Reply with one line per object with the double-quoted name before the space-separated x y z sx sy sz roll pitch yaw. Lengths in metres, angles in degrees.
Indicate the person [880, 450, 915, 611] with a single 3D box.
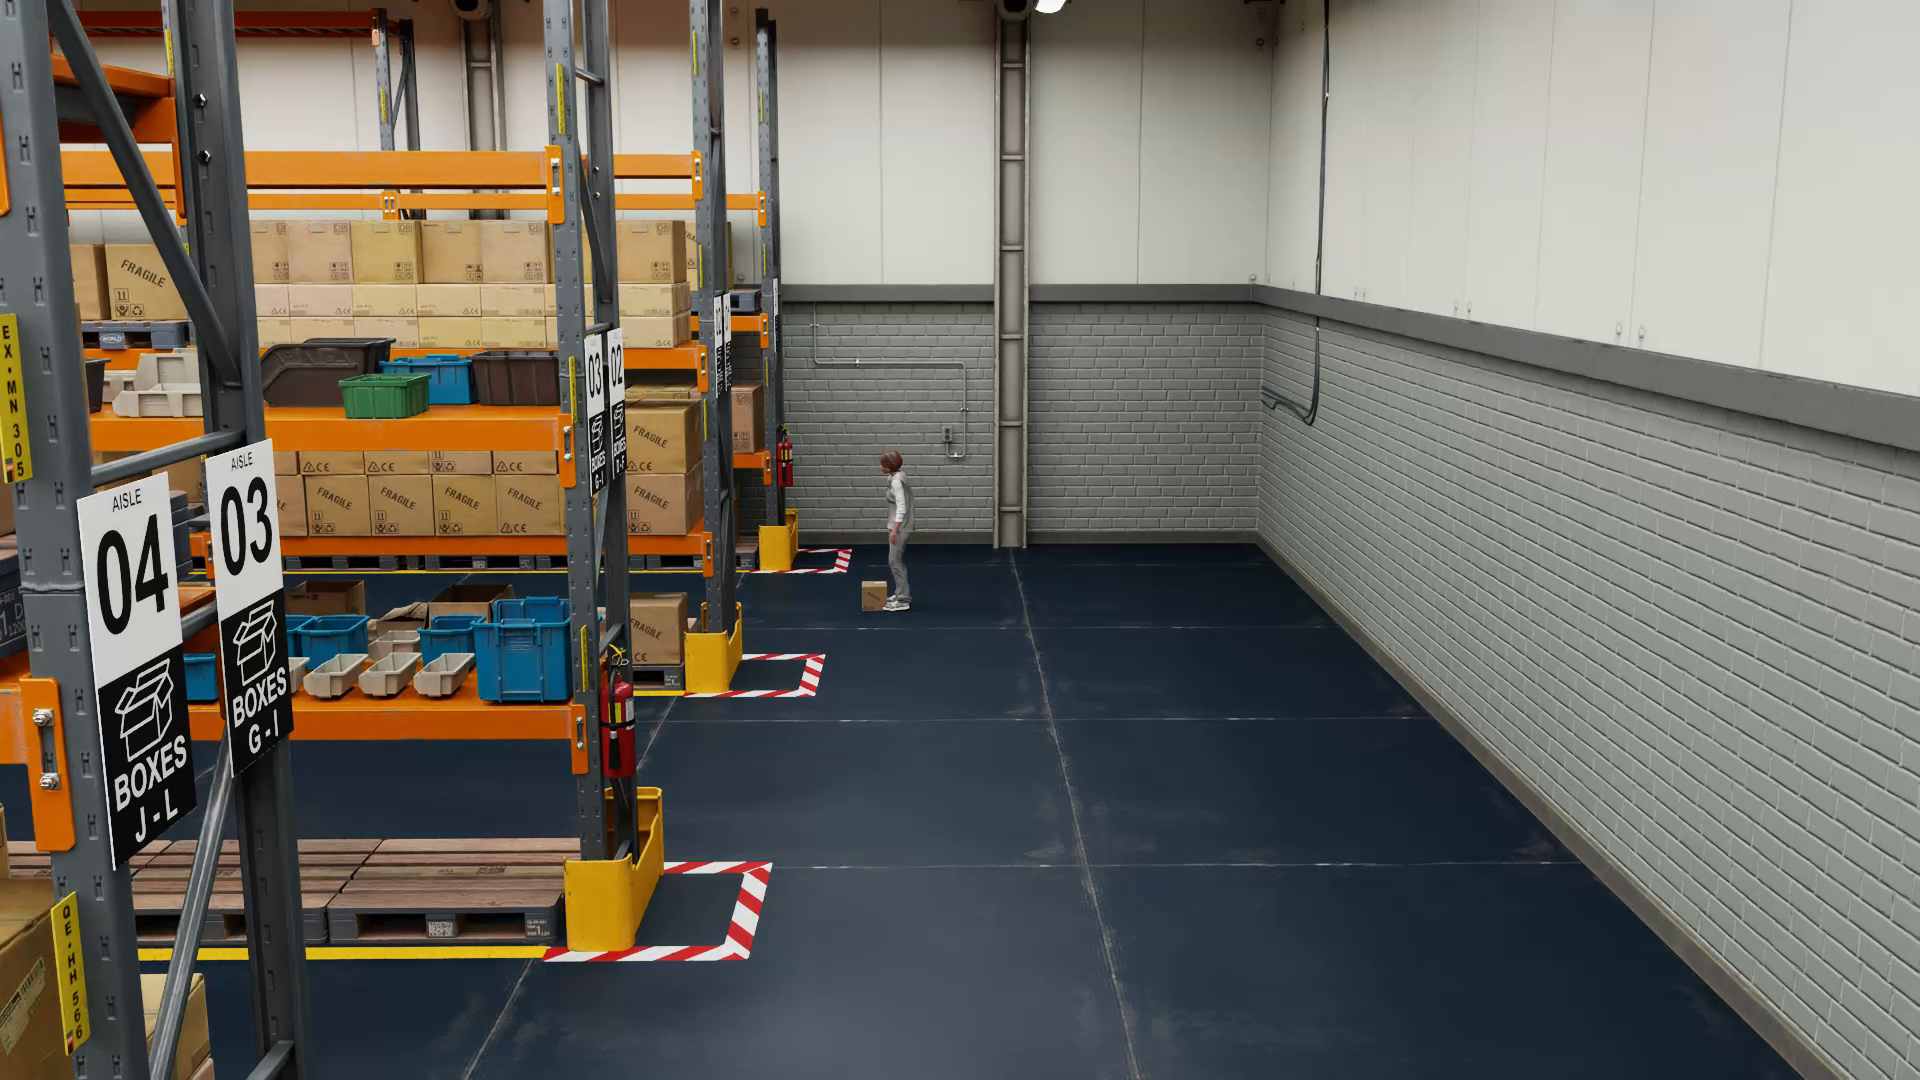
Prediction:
"person" -0.618 -0.102 16.492 0.341 1.594 0.482 -1 11 -4
